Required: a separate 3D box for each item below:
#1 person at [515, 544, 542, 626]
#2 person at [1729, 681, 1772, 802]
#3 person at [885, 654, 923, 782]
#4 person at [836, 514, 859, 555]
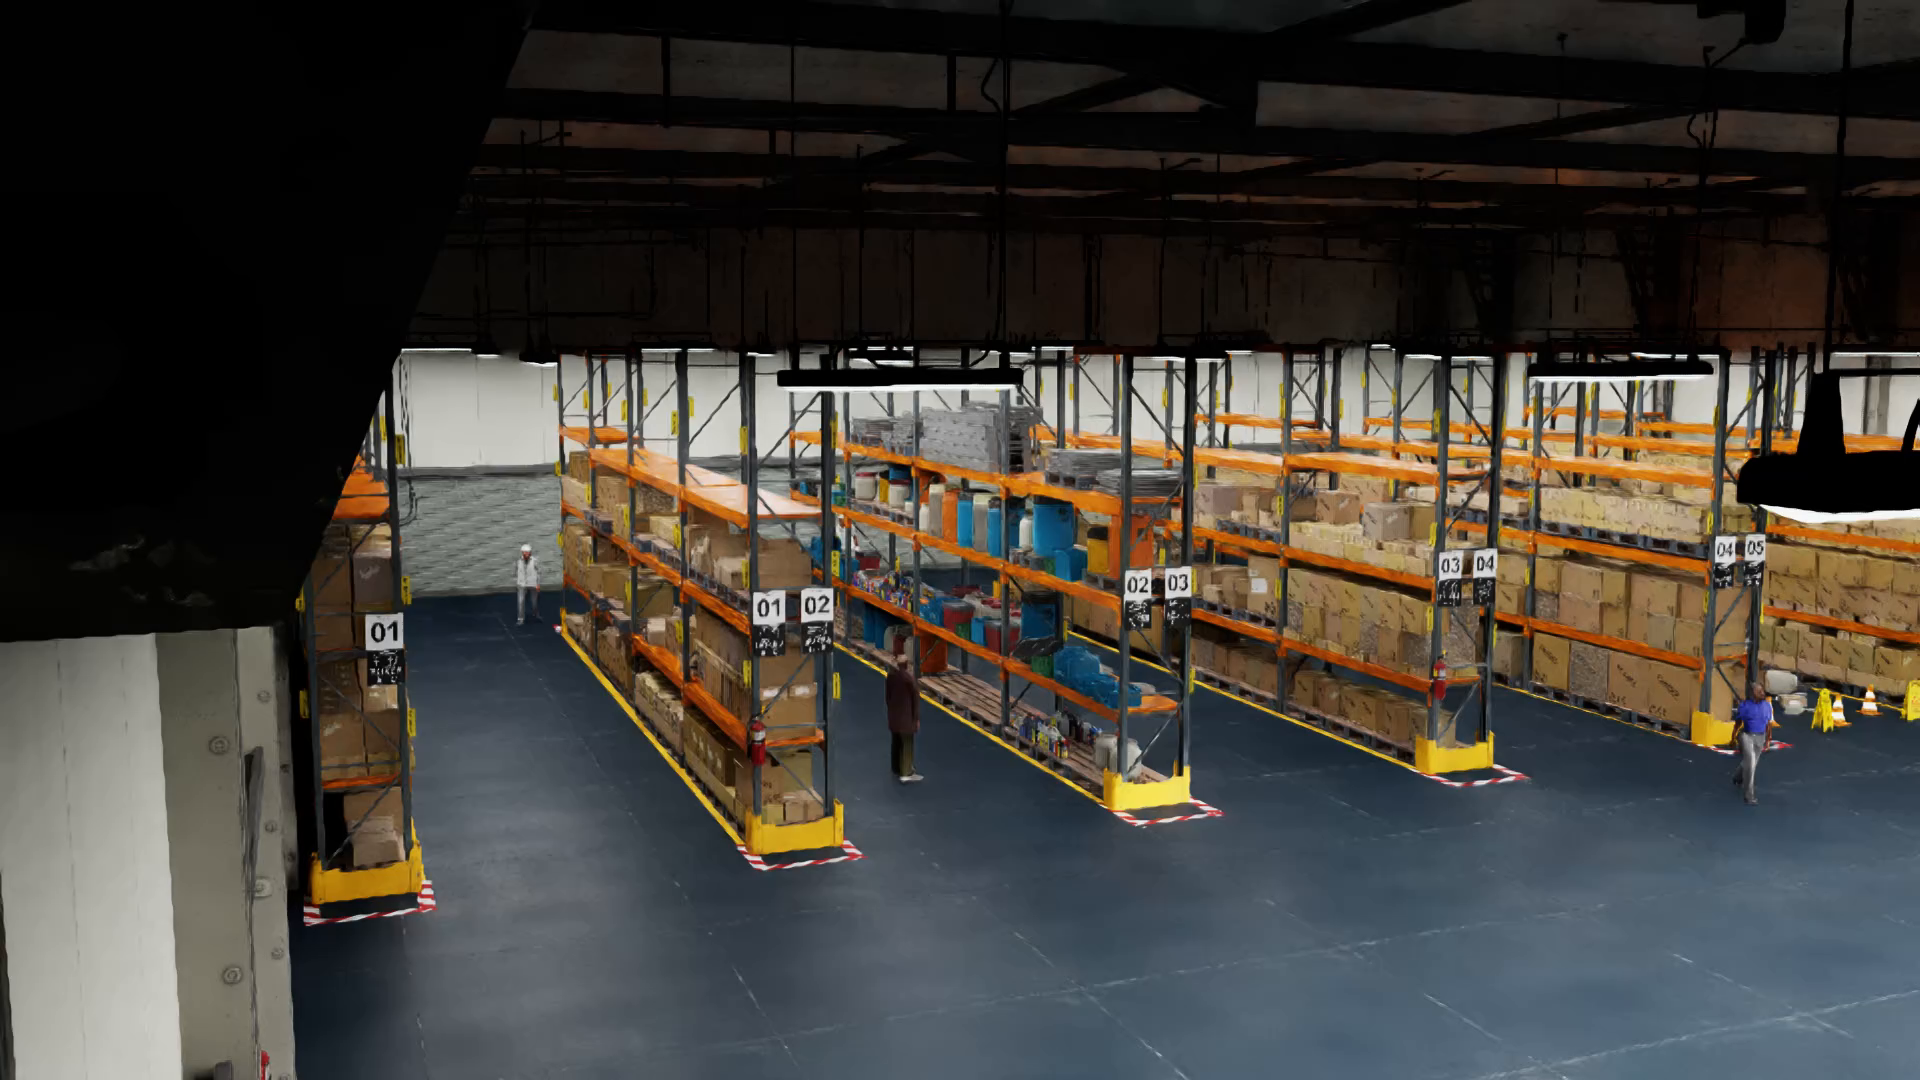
[{"bbox_3d":[-9.258,0.947,35.692,0.535,1.743,0.939,0,7,-3],"label":"person"},{"bbox_3d":[10.704,2.735,22.504,0.471,1.488,0.915,-1,7,-5],"label":"person"},{"bbox_3d":[-0.769,2.469,23.386,0.638,1.785,0.515,6,10,40],"label":"person"},{"bbox_3d":[-2.813,0.199,41.248,0.650,1.769,0.481,4,9,31],"label":"person"}]
